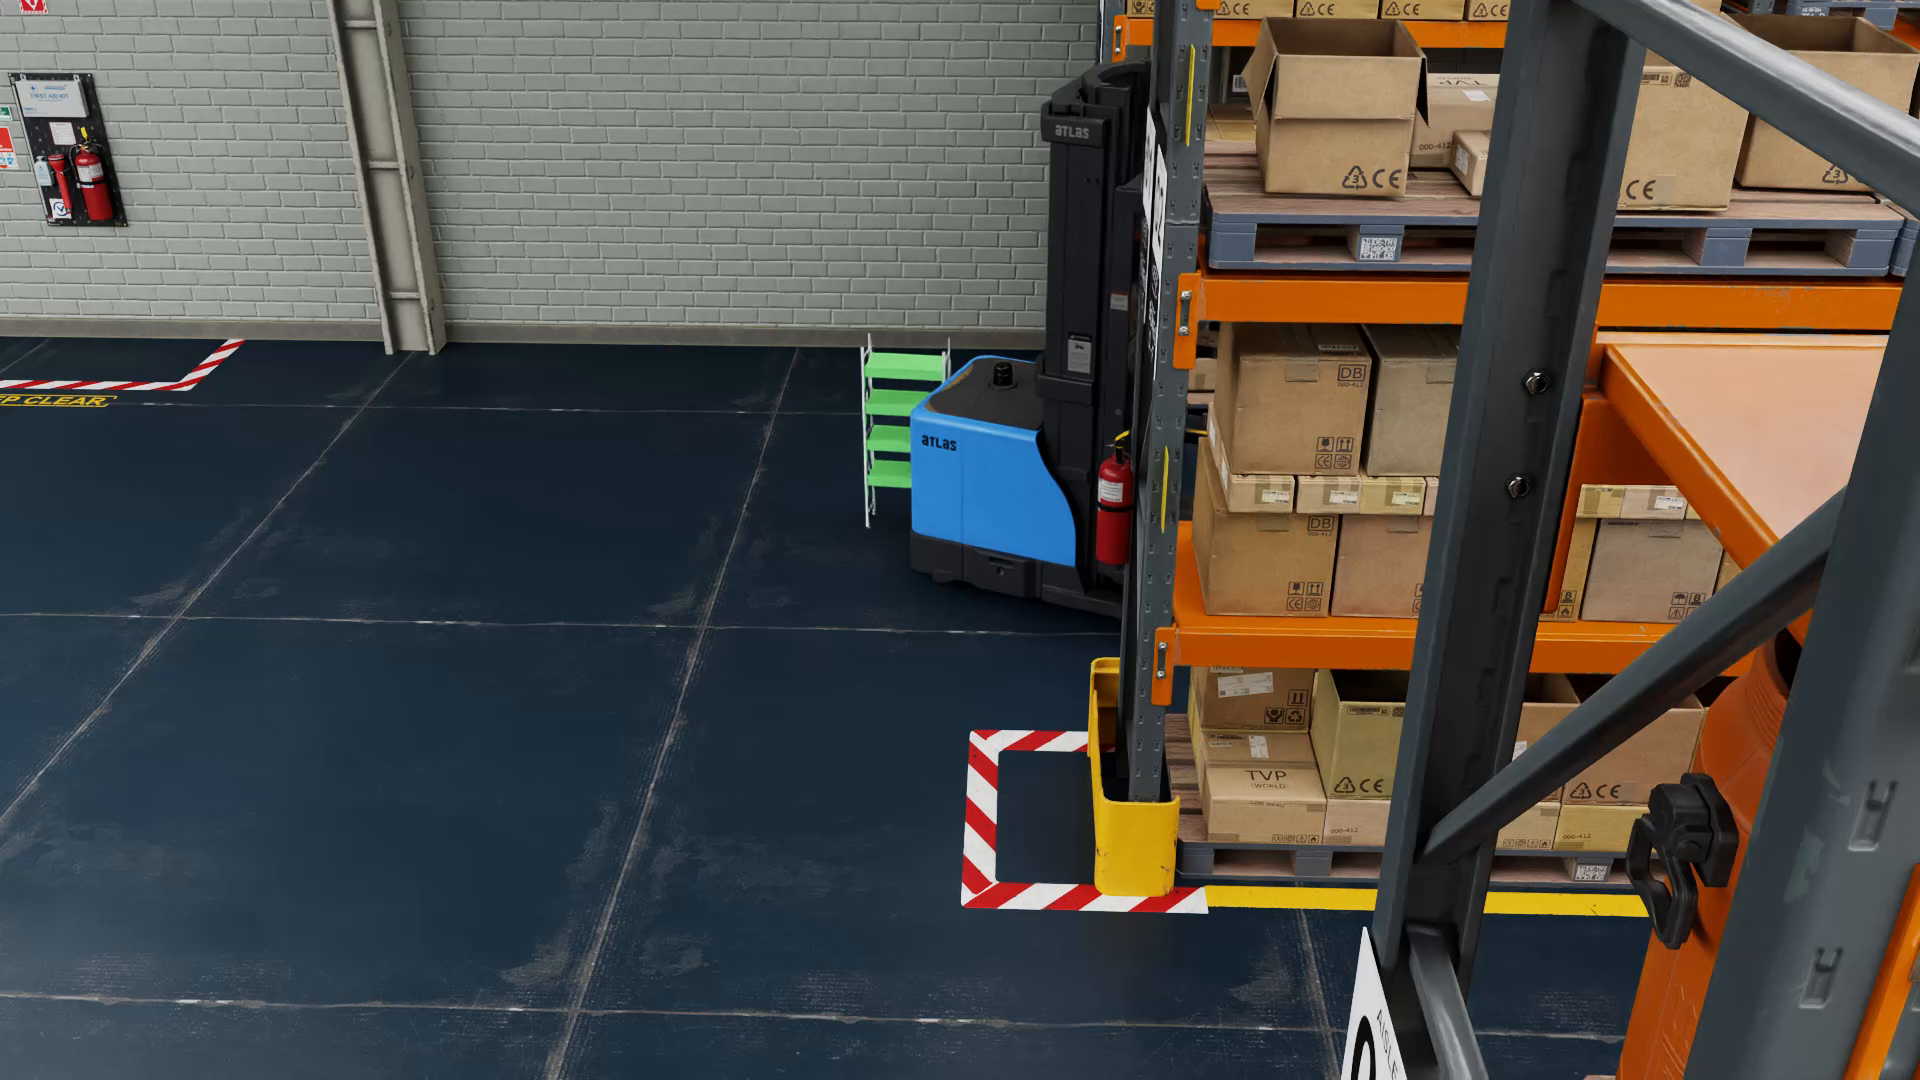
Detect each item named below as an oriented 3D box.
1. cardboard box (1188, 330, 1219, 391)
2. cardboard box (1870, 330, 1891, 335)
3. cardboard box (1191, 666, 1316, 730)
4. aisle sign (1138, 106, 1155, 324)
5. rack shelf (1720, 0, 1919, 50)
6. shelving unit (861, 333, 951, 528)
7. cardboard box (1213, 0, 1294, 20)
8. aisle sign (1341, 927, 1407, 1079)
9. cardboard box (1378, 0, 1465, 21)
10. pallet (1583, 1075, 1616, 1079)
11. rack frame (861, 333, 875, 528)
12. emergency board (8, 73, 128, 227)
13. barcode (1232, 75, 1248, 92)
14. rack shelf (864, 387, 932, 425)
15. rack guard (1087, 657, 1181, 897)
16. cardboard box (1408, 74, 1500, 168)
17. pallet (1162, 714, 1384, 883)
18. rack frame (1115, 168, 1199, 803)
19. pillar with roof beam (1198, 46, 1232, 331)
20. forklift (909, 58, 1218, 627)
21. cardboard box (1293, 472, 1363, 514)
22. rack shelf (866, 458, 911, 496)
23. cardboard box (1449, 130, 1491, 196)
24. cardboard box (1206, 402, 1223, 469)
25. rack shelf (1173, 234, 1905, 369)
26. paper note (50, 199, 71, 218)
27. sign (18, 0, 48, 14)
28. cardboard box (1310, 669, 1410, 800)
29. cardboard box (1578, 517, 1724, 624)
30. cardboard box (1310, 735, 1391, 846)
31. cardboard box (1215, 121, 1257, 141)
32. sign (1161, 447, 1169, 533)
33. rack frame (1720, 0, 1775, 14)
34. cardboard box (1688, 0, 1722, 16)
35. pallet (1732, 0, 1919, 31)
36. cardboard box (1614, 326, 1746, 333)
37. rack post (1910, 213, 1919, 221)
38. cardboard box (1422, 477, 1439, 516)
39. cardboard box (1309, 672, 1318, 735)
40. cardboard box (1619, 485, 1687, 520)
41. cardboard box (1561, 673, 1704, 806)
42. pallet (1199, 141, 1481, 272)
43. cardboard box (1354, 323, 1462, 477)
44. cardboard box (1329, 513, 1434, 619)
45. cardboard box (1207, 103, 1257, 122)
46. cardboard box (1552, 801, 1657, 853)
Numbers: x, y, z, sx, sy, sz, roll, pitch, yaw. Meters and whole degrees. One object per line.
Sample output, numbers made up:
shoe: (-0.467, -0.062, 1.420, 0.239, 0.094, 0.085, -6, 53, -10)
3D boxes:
cardboard box: (1.673, -1.306, 11.912, 0.500, 0.311, 0.500, -2, 28, -4)
cardboard box: (3.862, -0.598, 6.683, 0.500, 0.500, 0.700, 1, 28, 2)
cardboard box: (1.360, 0.533, 7.729, 0.500, 0.500, 0.500, 1, 28, 2)
aisle sign: (0.758, -1.322, 6.765, 0.004, 0.787, 0.394, 1, 28, 2)
rack shelf: (6.981, -3.262, 10.766, 4.000, 0.370, 1.077, 1, 28, 2)
shelving unit: (-0.322, -0.646, 10.187, 0.503, 1.200, 0.258, 4, 28, 7)
cardboard box: (1.845, -3.583, 10.477, 0.500, 0.500, 0.500, 3, 28, 5)
aisle sign: (0.573, 0.995, 2.395, 0.004, 0.787, 0.394, 1, 28, 2)
cardboard box: (2.900, -3.578, 10.466, 0.500, 0.500, 0.500, 3, 28, 5)
pallet: (1.458, 1.102, 1.968, 1.213, 0.211, 1.003, 1, 28, 2)
rack frame: (-0.563, -0.661, 10.217, 0.015, 1.200, 0.240, 4, 28, 7)
emergency board: (-6.750, -2.905, 12.527, 0.643, 1.169, 0.194, 1, 28, 2)
barcode: (1.132, -1.837, 6.691, 0.075, 0.075, 0.001, 1, 28, 2)
rack shelf: (-0.322, -0.801, 10.104, 0.480, 0.148, 0.258, 4, 28, 7)
rack guard: (0.789, 1.069, 7.699, 0.348, 0.500, 1.175, 1, 28, 2)
cardboard box: (1.973, -1.645, 6.511, 0.500, 0.250, 0.500, 1, 28, 2)
pallet: (1.579, 1.190, 7.779, 1.213, 0.211, 1.003, 1, 28, 2)
rack frame: (0.813, -0.035, 7.113, 0.127, 3.000, 1.000, 1, 28, 2)
pillar with roof beam: (1.563, -3.382, 7.022, 0.400, 9.000, 9.100, 1, 28, 2)
forklift: (1.265, -0.999, 9.005, 3.031, 2.935, 1.130, 12, 30, 21)
cardboard box: (1.462, -0.255, 6.729, 0.250, 0.149, 0.380, 0, 28, 0)
rack shelf: (-0.322, -0.377, 10.329, 0.480, 0.148, 0.258, 4, 28, 7)
cardboard box: (1.983, -1.394, 6.145, 0.250, 0.149, 0.380, 1, 28, 2)
cardboard box: (1.202, -0.448, 7.094, 0.250, 0.149, 0.380, 0, 28, 1)
rack shelf: (2.812, -1.009, 6.516, 4.000, 0.370, 1.077, 1, 28, 2)
paper note: (-6.925, -2.551, 12.799, 0.142, 0.148, 0.016, 1, 28, 2)
sign: (-6.755, -3.975, 12.072, 0.199, 0.298, 0.001, 1, 28, 2)
cardboard box: (1.841, 0.784, 7.256, 0.500, 0.500, 0.500, 1, 28, 2)
cardboard box: (2.827, -0.041, 7.017, 0.500, 0.500, 0.700, 2, 28, 3)
cardboard box: (1.841, 1.114, 7.433, 0.500, 0.250, 0.500, 1, 28, 2)
cardboard box: (1.944, -2.466, 11.037, 0.500, 0.500, 0.500, 1, 28, 2)
sign: (0.788, -0.192, 6.401, 0.005, 0.325, 0.100, 1, 28, 2)
rack frame: (4.982, -2.287, 11.362, 0.127, 3.000, 1.000, 1, 28, 2)
cardboard box: (4.466, -3.558, 10.429, 0.500, 0.500, 0.500, 2, 28, 3)
pallet: (5.595, -3.469, 10.590, 1.003, 0.211, 1.213, 1, 28, 2)
cardboard box: (2.862, -0.615, 6.716, 0.500, 0.500, 0.700, 1, 28, 2)
rack post: (1.386, -0.074, 1.315, 0.954, 0.300, 0.937, 4, 28, 7)
cardboard box: (1.963, -0.245, 6.710, 0.250, 0.149, 0.380, 1, 28, 1)
cardboard box: (1.860, 0.868, 7.897, 0.500, 0.250, 0.500, 1, 28, 2)
cardboard box: (2.734, -0.232, 6.686, 0.250, 0.149, 0.380, 1, 28, 2)
cardboard box: (2.840, 0.802, 7.220, 0.500, 0.500, 0.500, 1, 28, 2)
pallet: (1.519, -1.297, 6.386, 1.213, 0.211, 1.003, 1, 28, 2)
cardboard box: (1.858, -0.631, 6.746, 0.500, 0.500, 0.700, 0, 28, 0)
cardboard box: (1.804, -0.059, 7.051, 0.500, 0.500, 0.700, 2, 28, 3)
cardboard box: (1.966, -2.706, 11.490, 0.500, 0.500, 0.500, 1, 28, 2)
cardboard box: (2.840, 1.133, 7.397, 0.500, 0.250, 0.500, 1, 28, 2)
